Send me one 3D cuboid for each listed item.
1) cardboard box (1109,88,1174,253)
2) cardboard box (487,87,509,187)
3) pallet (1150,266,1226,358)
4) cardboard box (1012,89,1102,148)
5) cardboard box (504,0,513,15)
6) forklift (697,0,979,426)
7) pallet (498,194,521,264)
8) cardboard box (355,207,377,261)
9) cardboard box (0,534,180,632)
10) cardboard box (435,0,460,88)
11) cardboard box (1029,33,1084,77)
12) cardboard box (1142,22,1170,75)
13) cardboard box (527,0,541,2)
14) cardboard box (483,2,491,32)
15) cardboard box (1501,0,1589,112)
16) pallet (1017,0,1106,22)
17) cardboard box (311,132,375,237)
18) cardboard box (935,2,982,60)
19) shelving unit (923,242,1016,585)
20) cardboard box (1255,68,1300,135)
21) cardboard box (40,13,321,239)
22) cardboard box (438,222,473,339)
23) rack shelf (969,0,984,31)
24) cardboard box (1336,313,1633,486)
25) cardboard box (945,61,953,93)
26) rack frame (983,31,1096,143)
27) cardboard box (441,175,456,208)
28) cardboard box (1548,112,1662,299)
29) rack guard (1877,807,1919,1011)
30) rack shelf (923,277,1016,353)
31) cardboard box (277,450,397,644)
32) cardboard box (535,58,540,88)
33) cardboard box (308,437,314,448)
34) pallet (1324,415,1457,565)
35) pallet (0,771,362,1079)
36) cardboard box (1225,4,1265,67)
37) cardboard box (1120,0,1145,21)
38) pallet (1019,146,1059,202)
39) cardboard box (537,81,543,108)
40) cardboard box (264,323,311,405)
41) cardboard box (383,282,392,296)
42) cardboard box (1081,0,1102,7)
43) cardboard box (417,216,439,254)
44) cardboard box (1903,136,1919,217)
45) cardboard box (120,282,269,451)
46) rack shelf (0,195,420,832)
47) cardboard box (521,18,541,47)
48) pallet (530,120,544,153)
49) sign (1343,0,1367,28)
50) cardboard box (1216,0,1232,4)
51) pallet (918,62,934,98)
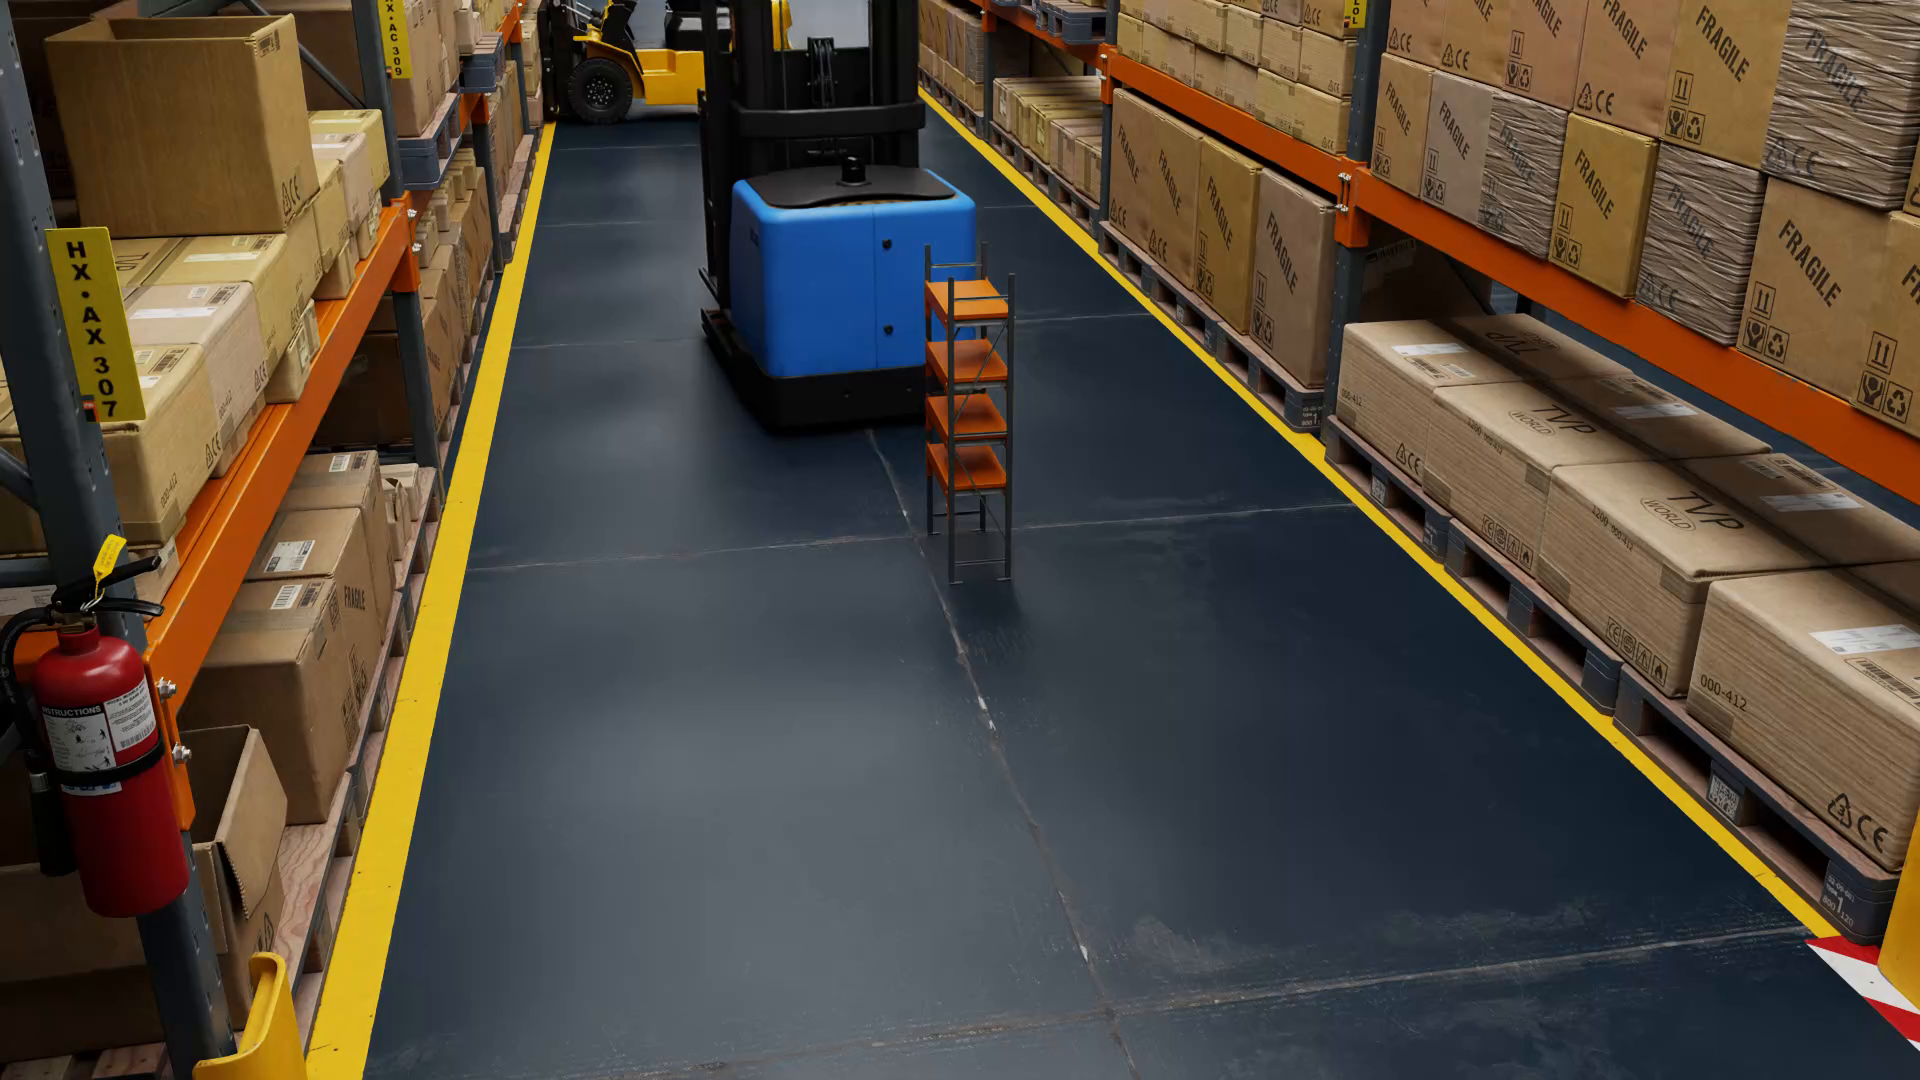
[{"bbox_3d":[1.497,-2.367,10.552,0.875,0.875,0.875,-5,24,-10],"label":"cardboard box"},{"bbox_3d":[-3.781,-2.929,12.151,0.875,0.625,0.625,-5,24,-12],"label":"cardboard box"},{"bbox_3d":[1.745,-1.354,9.586,1.003,0.211,1.213,-4,24,-10],"label":"pallet"},{"bbox_3d":[0.947,-3.499,13.773,0.950,0.372,0.625,-3,24,-6],"label":"cardboard box"},{"bbox_3d":[-3.717,-4.186,12.774,0.500,0.250,0.500,-4,24,-10],"label":"cardboard box"},{"bbox_3d":[-0.822,-2.439,8.672,1.130,2.935,3.031,-7,25,-15],"label":"forklift"},{"bbox_3d":[-3.540,-2.106,11.309,1.003,0.211,1.213,-4,24,-10],"label":"pallet"},{"bbox_3d":[-2.238,-1.061,5.745,0.380,0.149,0.250,-4,24,-8],"label":"cardboard box"},{"bbox_3d":[-1.738,0.055,3.191,0.380,0.149,0.250,-4,24,-10],"label":"cardboard box"},{"bbox_3d":[-2.797,-2.442,7.943,0.700,0.500,0.500,-4,24,-10],"label":"cardboard box"},{"bbox_3d":[0.868,-4.528,15.343,0.500,0.500,0.500,-3,24,-7],"label":"cardboard box"},{"bbox_3d":[1.407,-2.946,9.934,0.500,0.250,0.500,-5,24,-11],"label":"cardboard box"},{"bbox_3d":[-4.514,-5.437,17.112,0.500,0.250,0.500,-4,24,-8],"label":"cardboard box"},{"bbox_3d":[-3.356,-3.380,10.928,0.500,0.250,0.500,-5,24,-11],"label":"cardboard box"},{"bbox_3d":[2.212,-1.750,5.635,0.500,0.500,0.500,-4,24,-9],"label":"cardboard box"},{"bbox_3d":[1.045,-4.114,12.661,1.003,0.211,1.213,-4,24,-10],"label":"pallet"},{"bbox_3d":[-2.245,-1.173,5.505,0.500,0.250,0.500,-4,24,-10],"label":"cardboard box"},{"bbox_3d":[0.040,-5.099,16.650,0.500,0.500,0.500,-4,24,-9],"label":"cardboard box"},{"bbox_3d":[0.031,-0.485,6.361,0.258,1.200,0.503,-4,24,-10],"label":"shelving unit"},{"bbox_3d":[1.767,-2.142,8.095,0.500,0.250,0.500,-5,24,-10],"label":"cardboard box"},{"bbox_3d":[-2.044,-1.110,4.423,0.500,0.500,0.500,-4,24,-8],"label":"cardboard box"},{"bbox_3d":[-2.841,-1.348,8.687,0.500,0.500,0.500,-5,24,-12],"label":"cardboard box"},{"bbox_3d":[0.342,-5.457,16.395,1.077,0.370,4.000,-4,24,-10],"label":"rack shelf"},{"bbox_3d":[2.202,-0.616,7.090,0.875,0.438,0.875,-5,24,-11],"label":"cardboard box"},{"bbox_3d":[0.140,-4.554,16.339,0.500,0.250,0.500,-4,24,-9],"label":"cardboard box"},{"bbox_3d":[0.712,-5.000,14.450,1.000,3.000,0.127,-4,24,-10],"label":"rack frame"},{"bbox_3d":[-2.995,-1.907,9.157,0.380,0.149,0.250,-4,24,-8],"label":"cardboard box"},{"bbox_3d":[2.290,-1.098,5.391,0.500,0.500,0.500,-4,24,-8],"label":"cardboard box"},{"bbox_3d":[2.935,0.875,4.121,1.175,0.500,0.348,-4,24,-10],"label":"rack guard"},{"bbox_3d":[0.031,-0.845,6.203,0.258,0.148,0.480,-4,24,-10],"label":"rack shelf"},{"bbox_3d":[-2.278,0.047,5.492,0.700,0.500,0.500,-5,24,-12],"label":"cardboard box"},{"bbox_3d":[-4.047,-4.203,14.913,0.500,0.250,0.500,-4,24,-10],"label":"cardboard box"},{"bbox_3d":[-3.068,-0.702,7.209,0.500,0.500,0.500,-4,24,-10],"label":"cardboard box"},{"bbox_3d":[2.255,-0.270,7.105,1.003,0.211,1.213,-4,24,-10],"label":"pallet"},{"bbox_3d":[-2.109,1.024,4.142,1.003,0.211,1.213,-4,24,-10],"label":"pallet"},{"bbox_3d":[1.669,-2.568,8.445,0.500,0.250,0.500,-4,24,-8],"label":"cardboard box"},{"bbox_3d":[1.302,-3.369,10.279,0.500,0.250,0.500,-4,24,-10],"label":"cardboard box"},{"bbox_3d":[1.086,-2.935,13.206,1.003,0.211,1.213,-4,24,-10],"label":"pallet"},{"bbox_3d":[-4.039,-3.977,15.018,0.500,0.250,0.500,-5,24,-11],"label":"cardboard box"},{"bbox_3d":[-1.927,-0.456,4.359,0.380,0.149,0.250,-5,24,-11],"label":"cardboard box"},{"bbox_3d":[-2.551,-1.121,6.985,0.380,0.149,0.250,-5,24,-11],"label":"cardboard box"},{"bbox_3d":[1.039,-3.715,11.298,0.380,0.149,0.250,-4,24,-9],"label":"cardboard box"},{"bbox_3d":[-2.794,-1.498,8.220,0.380,0.149,0.250,-3,24,-8],"label":"cardboard box"},{"bbox_3d":[2.608,-0.956,3.816,0.500,0.500,0.500,-4,24,-8],"label":"cardboard box"},{"bbox_3d":[-1.859,-0.375,3.677,0.500,0.250,0.500,-4,24,-9],"label":"cardboard box"},{"bbox_3d":[-2.317,-0.368,4.743,1.077,0.370,4.000,-4,24,-10],"label":"rack shelf"},{"bbox_3d":[-4.135,-4.632,15.269,0.500,0.250,0.500,-3,24,-8],"label":"cardboard box"},{"bbox_3d":[-4.272,-3.669,14.887,1.003,0.211,1.213,-4,24,-10],"label":"pallet"},{"bbox_3d":[1.660,-2.303,6.928,0.100,0.325,0.005,-4,24,-10],"label":"sign"},{"bbox_3d":[1.574,-3.120,8.773,0.500,0.500,0.500,-4,24,-9],"label":"cardboard box"},{"bbox_3d":[0.102,-4.943,17.804,1.003,0.211,1.213,-4,24,-10],"label":"pallet"}]
